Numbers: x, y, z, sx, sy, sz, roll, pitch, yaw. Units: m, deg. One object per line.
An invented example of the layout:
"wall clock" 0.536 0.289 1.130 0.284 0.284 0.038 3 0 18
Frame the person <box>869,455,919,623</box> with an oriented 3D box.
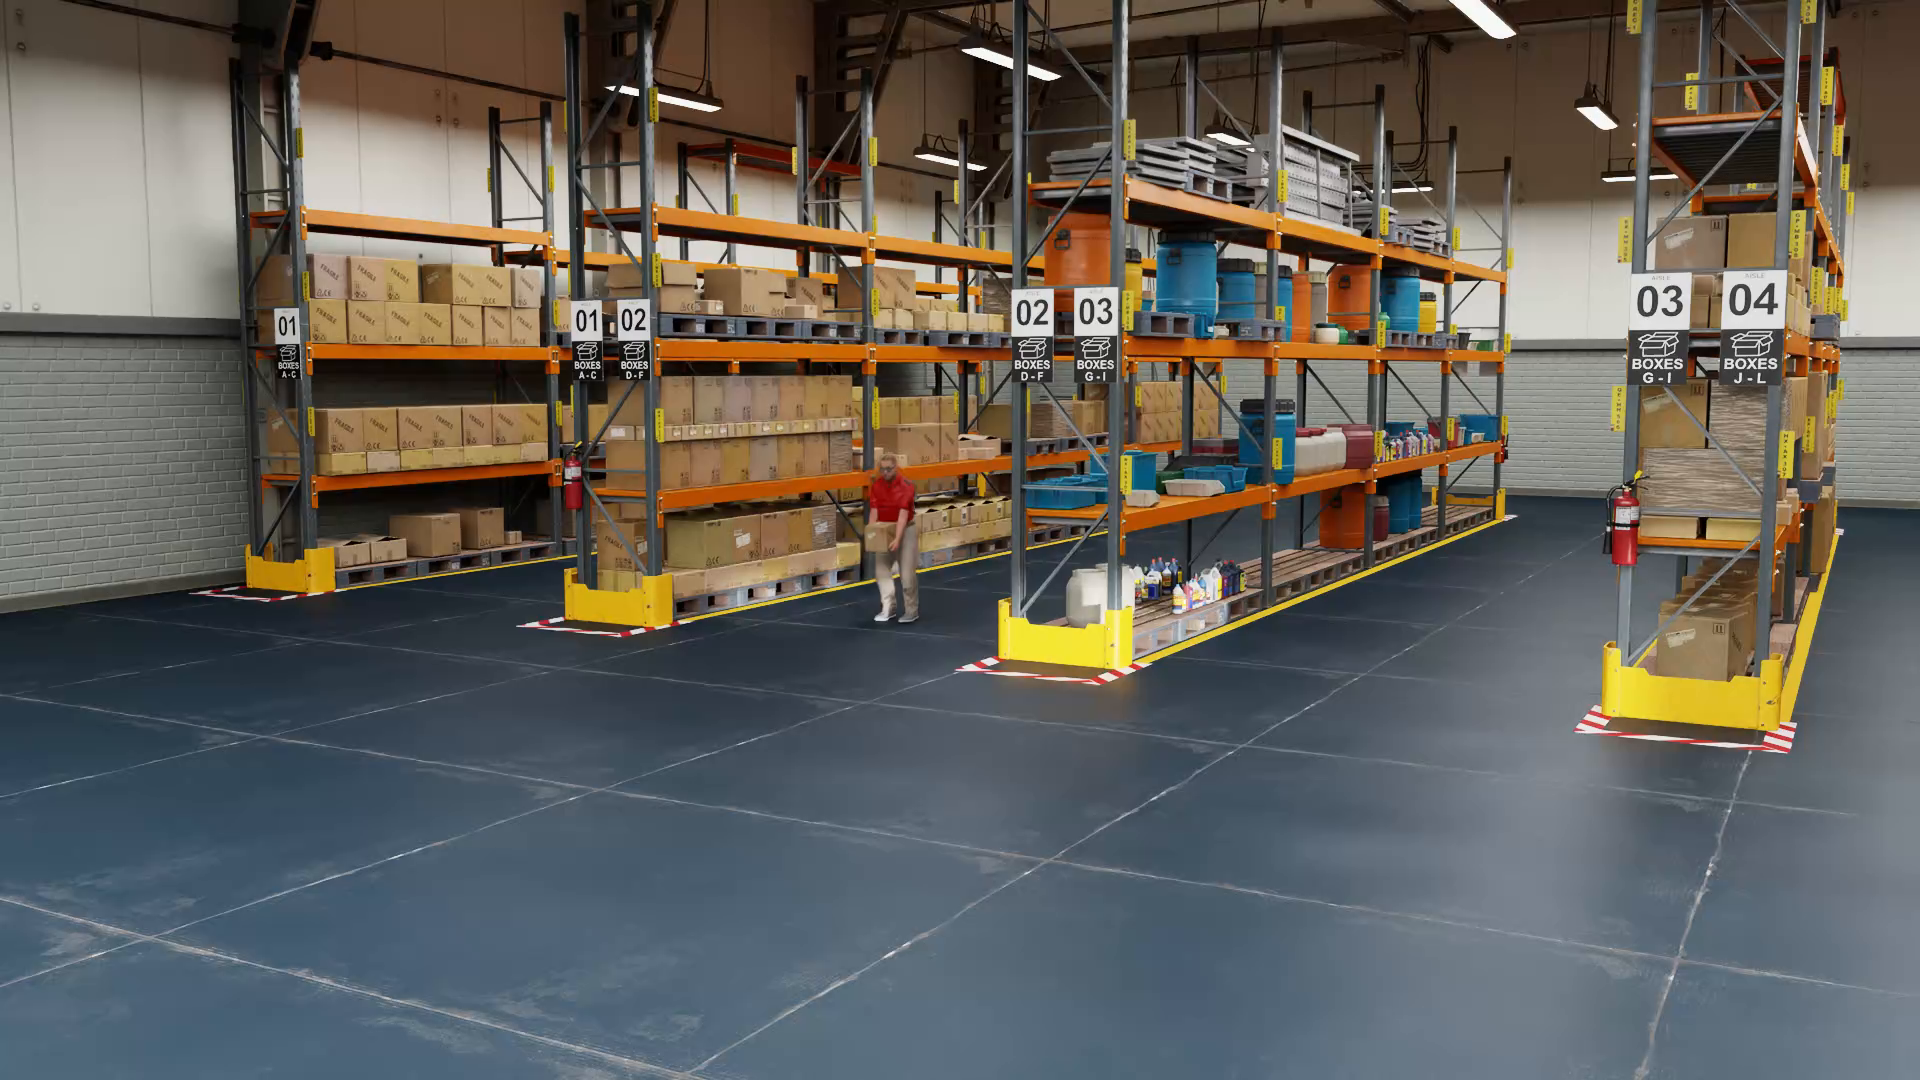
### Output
"person" -0.660 -0.015 16.622 0.481 1.684 0.593 3 7 28
